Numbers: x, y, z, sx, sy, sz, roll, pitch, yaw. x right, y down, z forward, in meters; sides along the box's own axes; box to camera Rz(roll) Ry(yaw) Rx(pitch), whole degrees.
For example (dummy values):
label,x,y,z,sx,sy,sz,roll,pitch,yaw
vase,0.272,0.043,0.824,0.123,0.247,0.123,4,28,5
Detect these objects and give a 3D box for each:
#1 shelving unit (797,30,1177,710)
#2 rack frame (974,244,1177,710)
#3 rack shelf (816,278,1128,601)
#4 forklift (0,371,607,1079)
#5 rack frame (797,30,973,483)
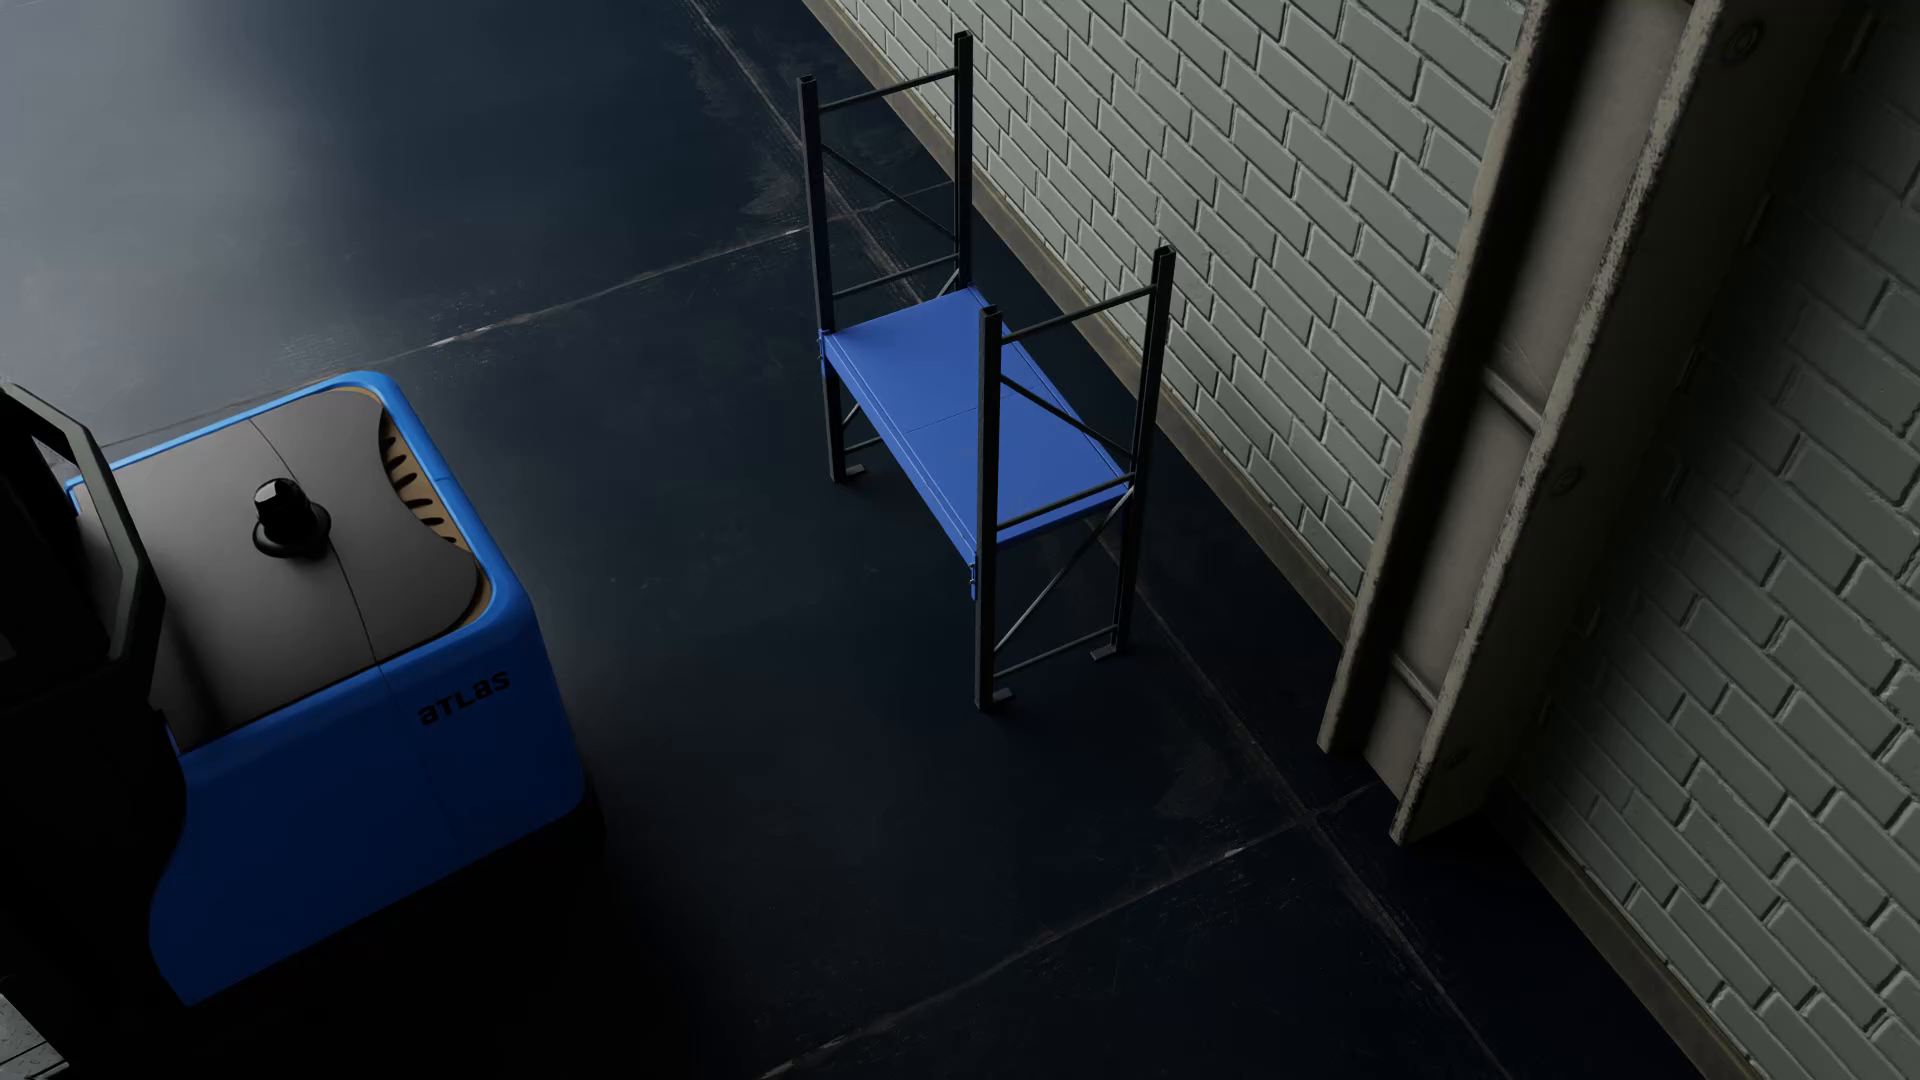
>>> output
label,x,y,z,sx,sy,sz,roll,pitch,yaw
shelving unit,0.039,-0.437,4.636,0.538,1.500,1.048,-21,52,-18
rack frame,0.272,-0.096,4.338,0.500,1.500,0.032,-21,52,-18
rack shelf,0.039,-0.318,4.771,0.538,0.185,1.000,-21,52,-18
forklift,-2.462,0.196,3.131,3.031,2.935,1.130,-26,54,-21
rack frame,-0.194,-0.777,4.933,0.500,1.500,0.032,-21,52,-18
